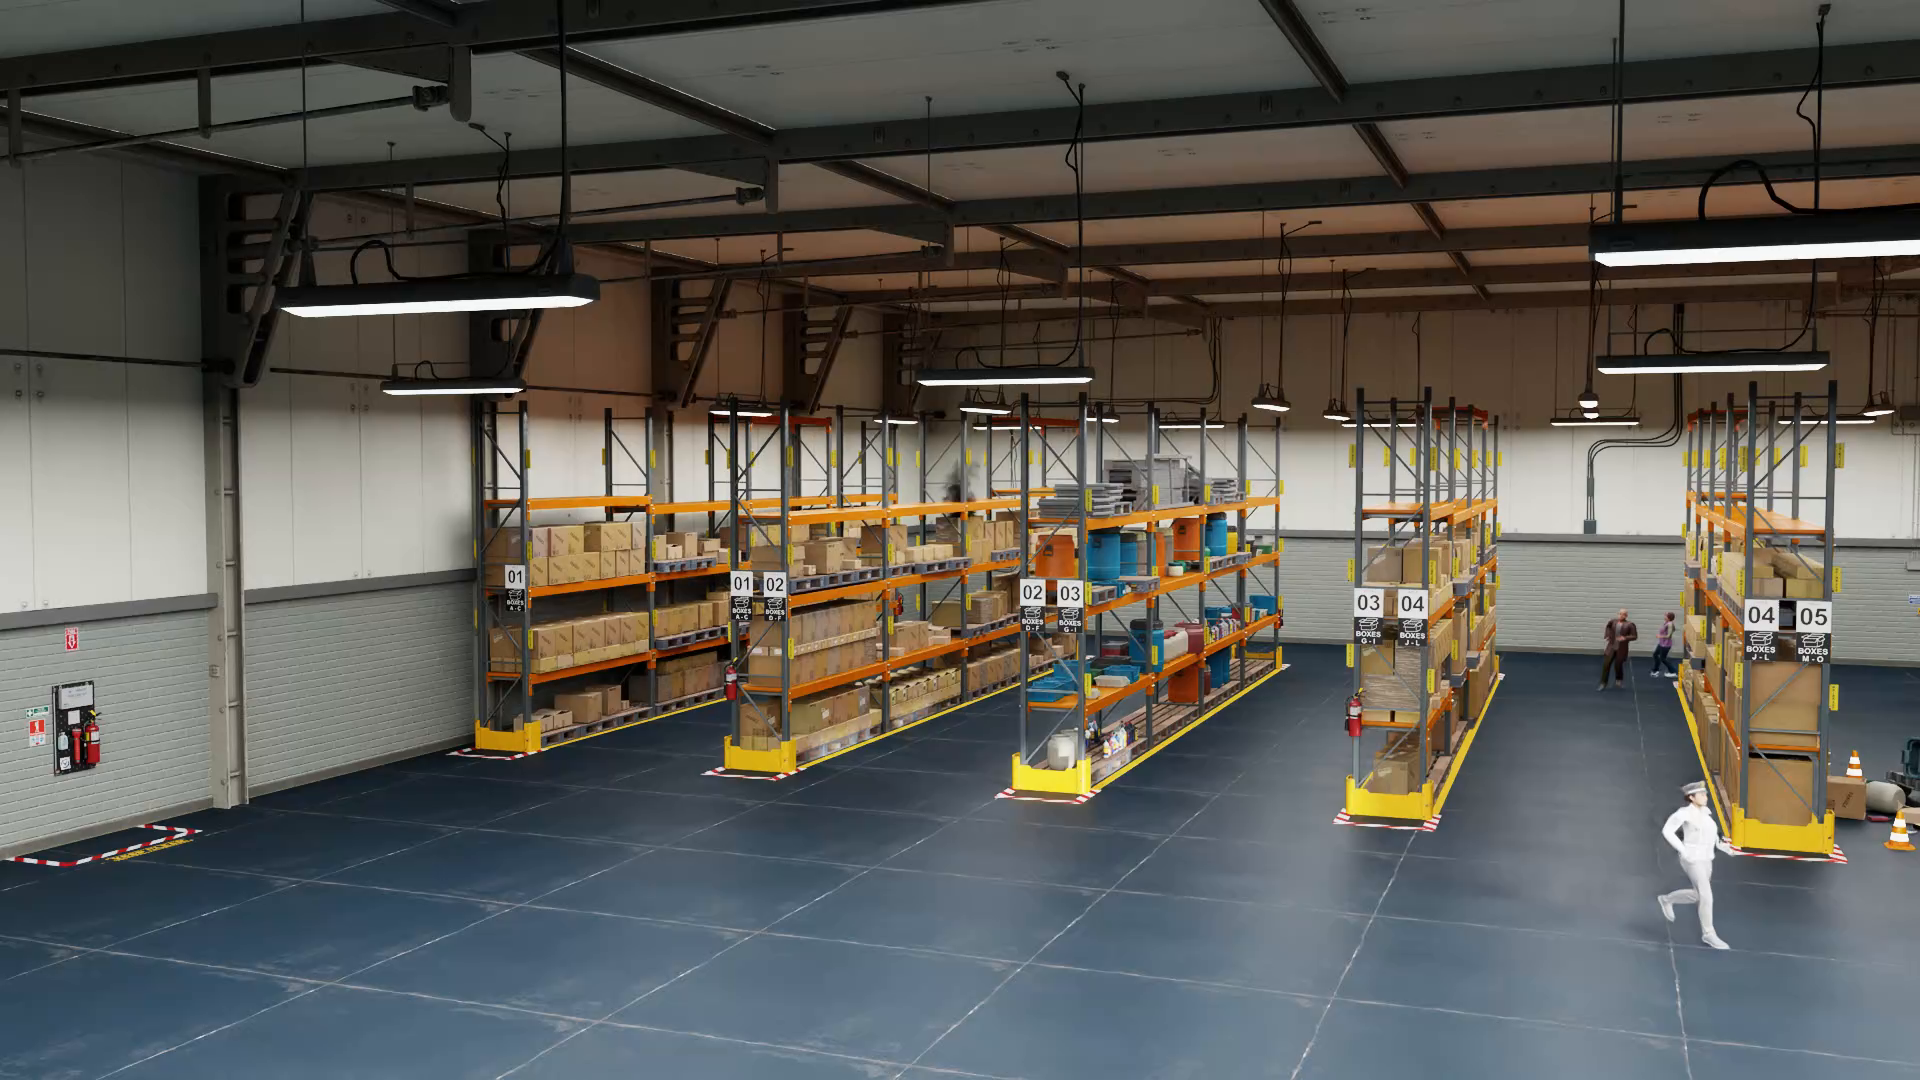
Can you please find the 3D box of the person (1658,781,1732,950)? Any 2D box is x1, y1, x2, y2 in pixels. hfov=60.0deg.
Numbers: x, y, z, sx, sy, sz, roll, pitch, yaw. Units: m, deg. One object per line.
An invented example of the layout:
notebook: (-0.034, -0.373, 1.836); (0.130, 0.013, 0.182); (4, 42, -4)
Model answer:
person: (7.617, 3.331, 17.296); (0.618, 1.696, 0.842); (-2, 3, -32)

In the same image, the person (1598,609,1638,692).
person: (14.295, 2.379, 36.011); (0.736, 1.790, 1.004); (2, 4, 39)

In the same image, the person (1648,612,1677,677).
person: (16.013, 2.398, 37.847); (0.609, 1.574, 0.668); (1, 3, 19)
